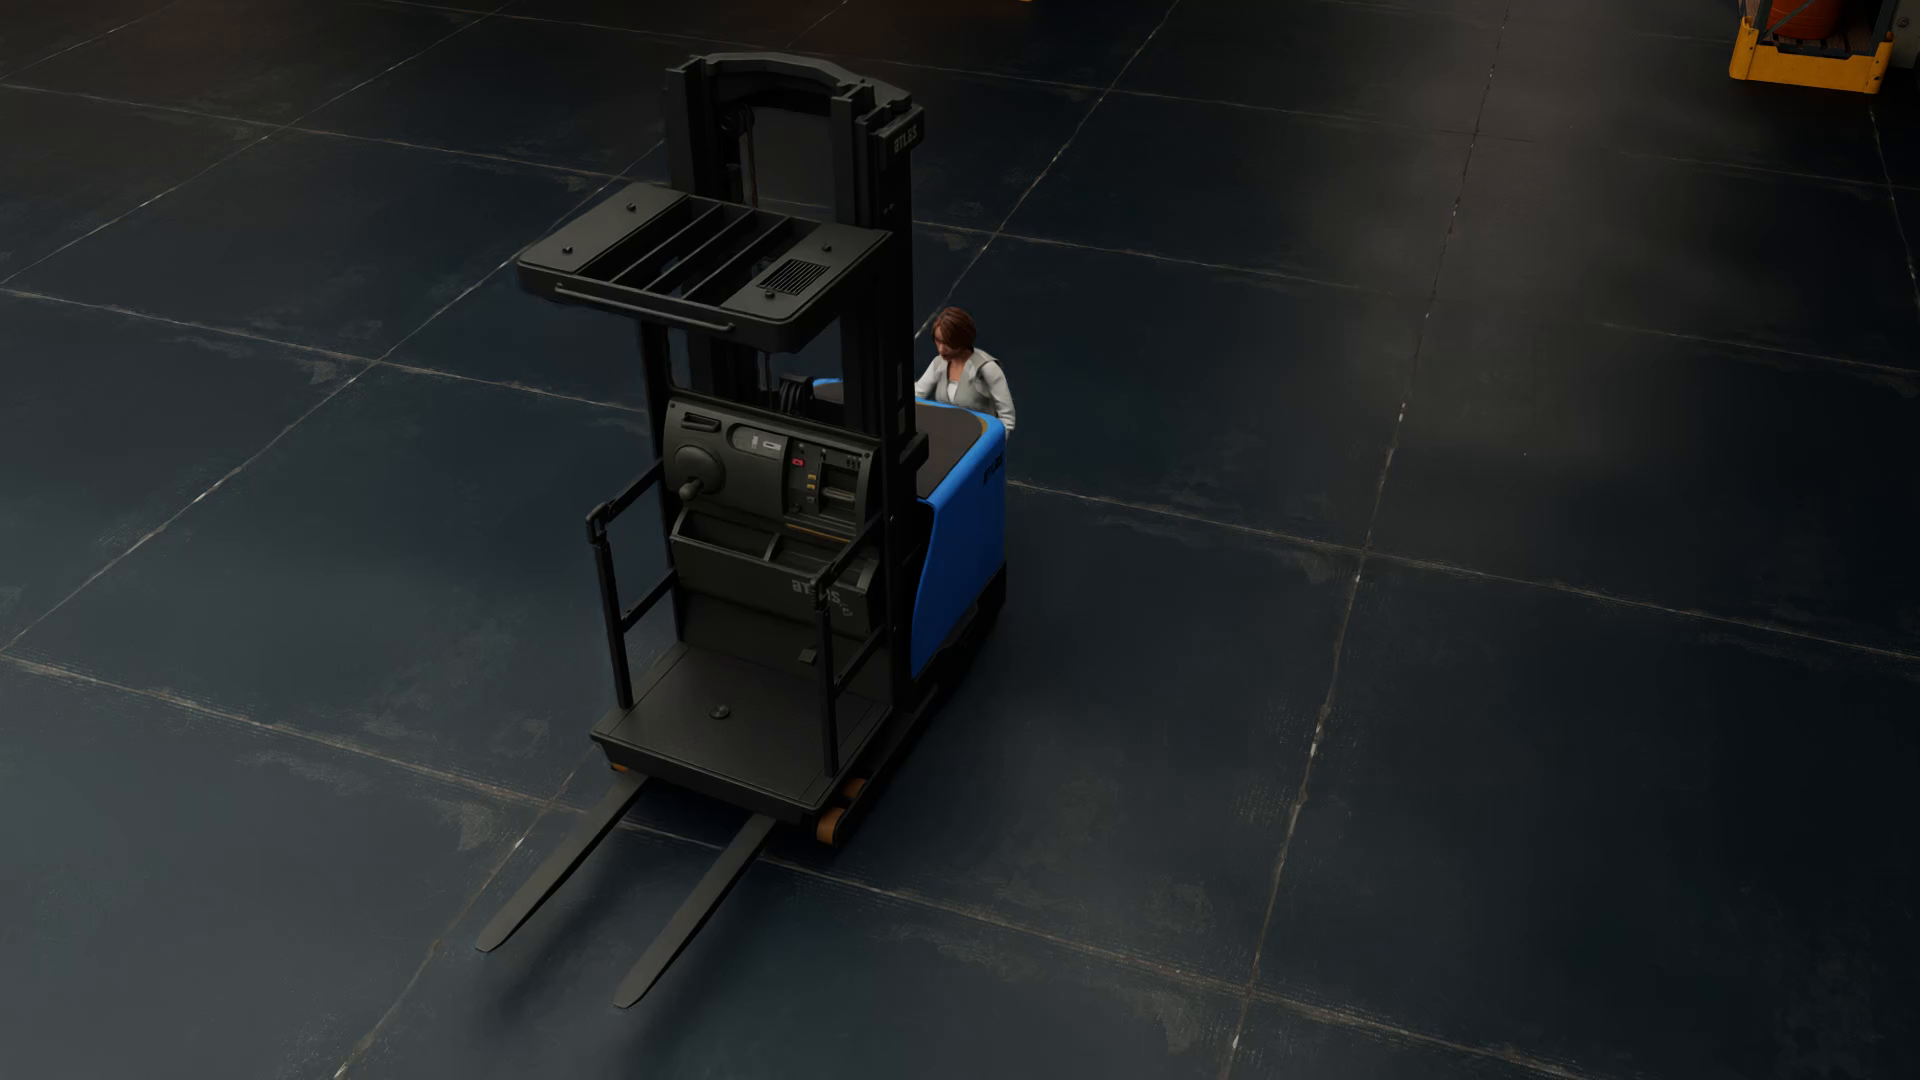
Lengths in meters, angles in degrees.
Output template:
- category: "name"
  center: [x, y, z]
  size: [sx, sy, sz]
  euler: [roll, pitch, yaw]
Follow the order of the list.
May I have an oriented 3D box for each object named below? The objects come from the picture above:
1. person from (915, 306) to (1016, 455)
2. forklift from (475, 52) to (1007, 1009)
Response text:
- category: "person"
  center: [-0.121, -0.438, 7.865]
  size: [0.664, 1.313, 0.592]
  euler: [26, 43, 31]
- category: "forklift"
  center: [-0.854, -0.222, 6.424]
  size: [1.130, 2.935, 3.031]
  euler: [15, 38, 20]
